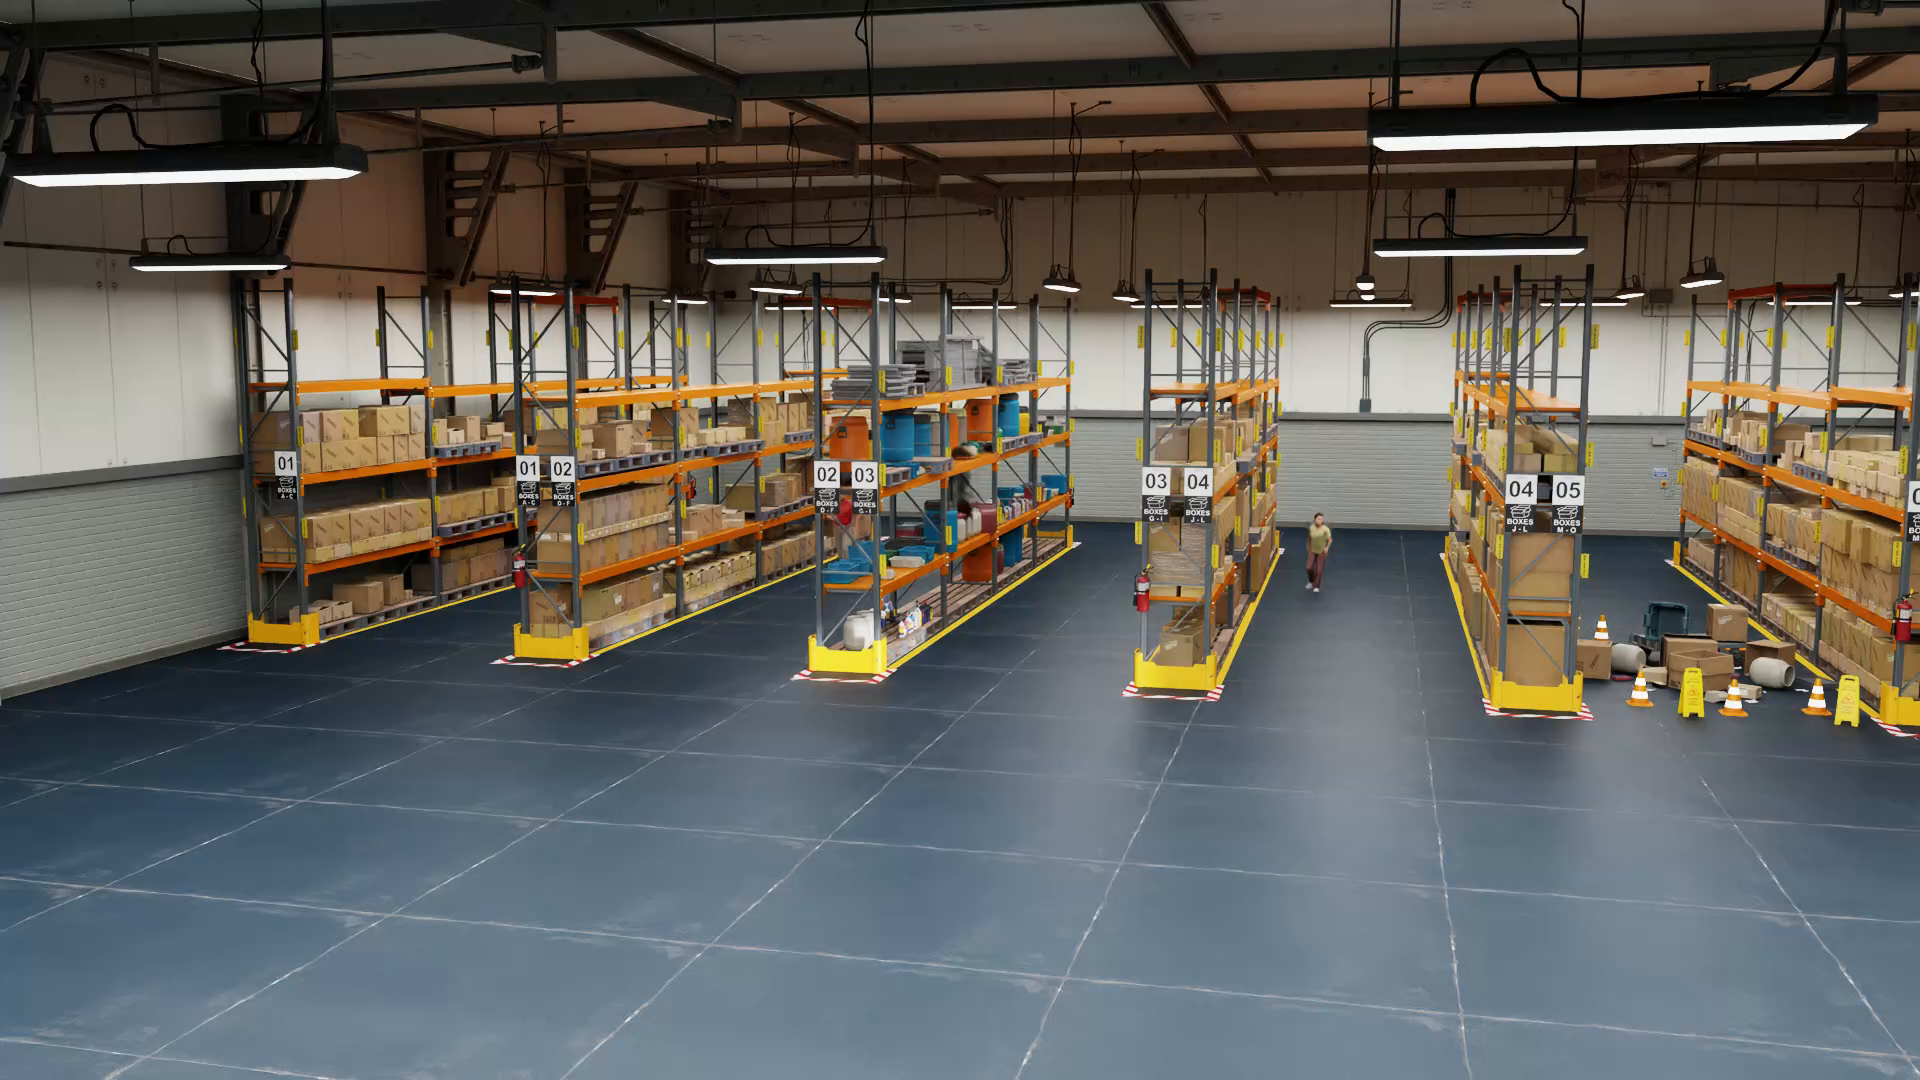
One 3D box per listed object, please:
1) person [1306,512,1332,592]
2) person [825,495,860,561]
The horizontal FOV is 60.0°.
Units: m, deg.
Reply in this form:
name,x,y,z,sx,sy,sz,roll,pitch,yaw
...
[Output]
name,x,y,z,sx,sy,sz,roll,pitch,yaw
person,7.075,0.253,32.898,0.576,1.621,0.722,3,7,21
person,-2.366,-0.127,33.319,0.622,1.821,0.847,1,7,12
